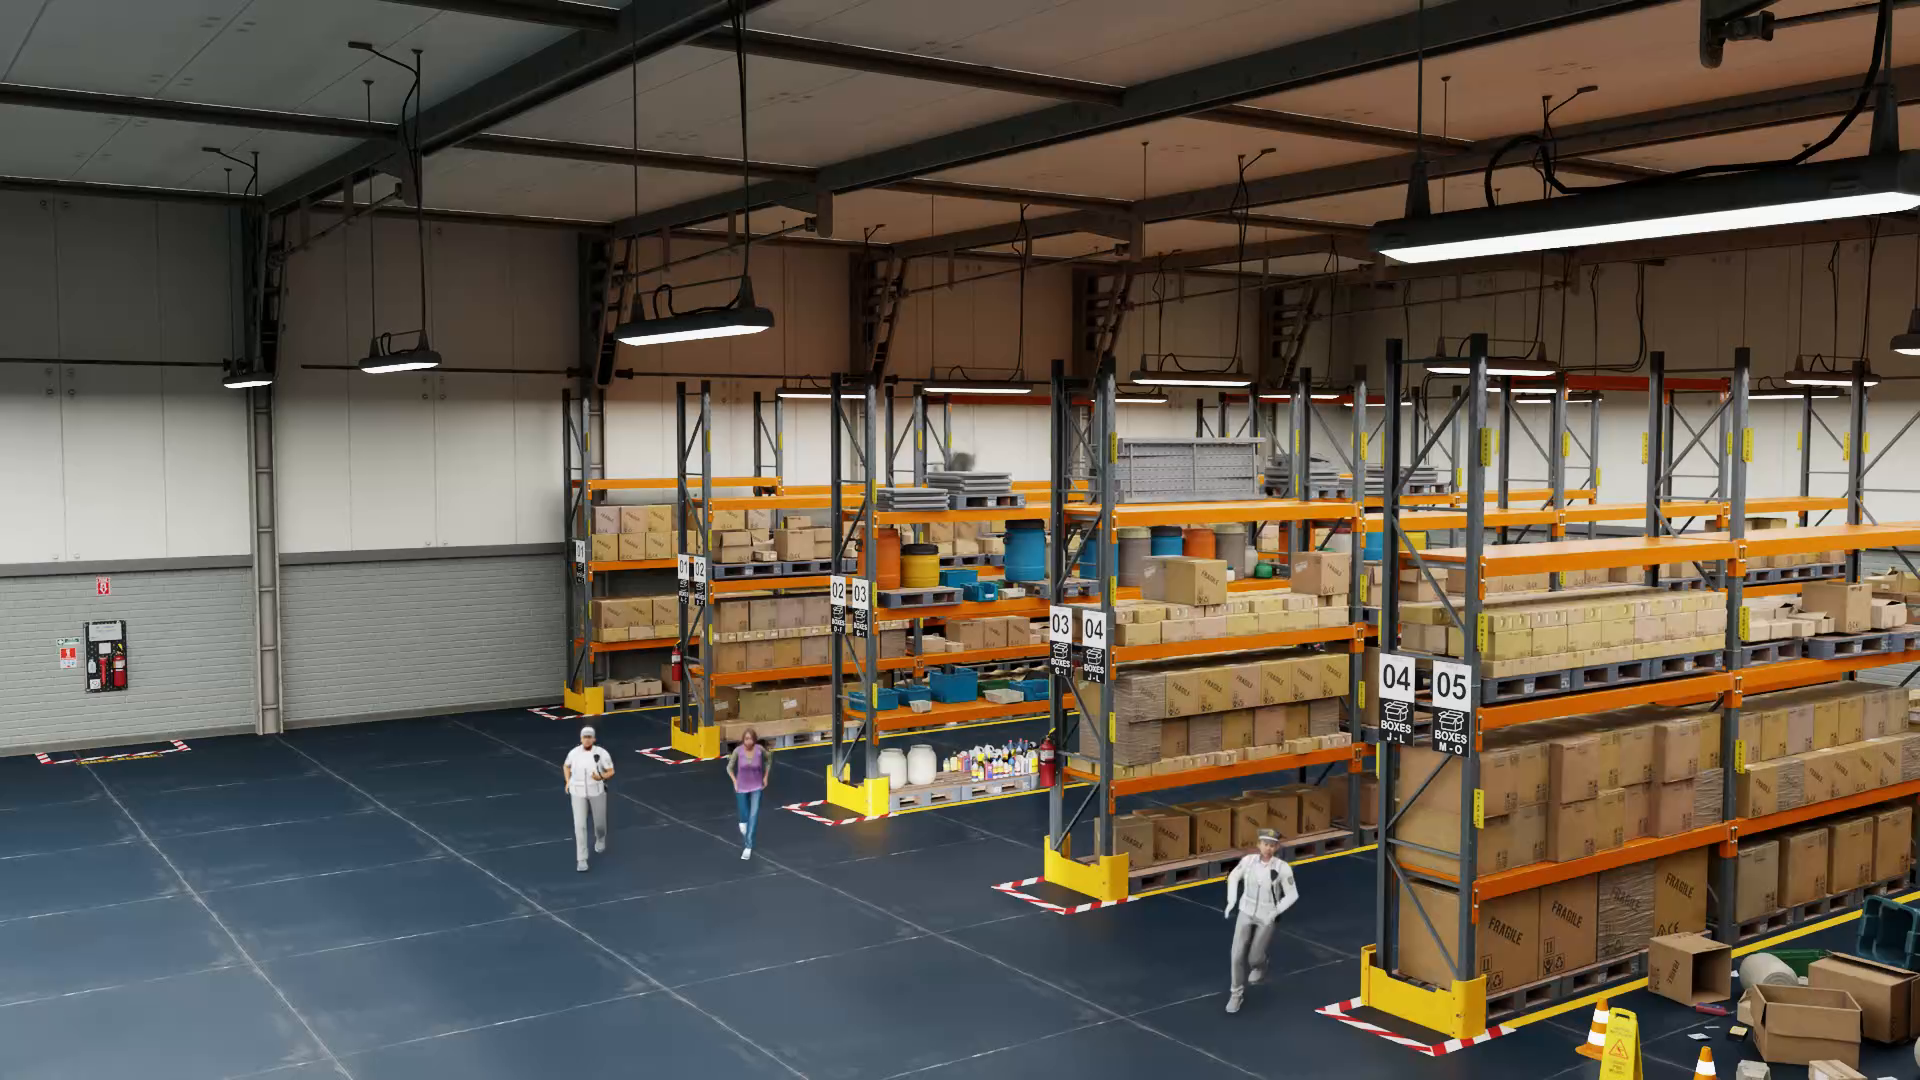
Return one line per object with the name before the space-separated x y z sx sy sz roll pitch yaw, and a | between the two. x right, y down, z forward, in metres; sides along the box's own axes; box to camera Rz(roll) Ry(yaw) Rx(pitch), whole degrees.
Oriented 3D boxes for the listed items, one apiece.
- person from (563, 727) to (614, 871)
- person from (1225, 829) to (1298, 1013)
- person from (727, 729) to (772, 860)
person | -4.442 3.050 19.888 0.615 1.643 0.889 -1 4 -8
person | 2.719 3.398 15.016 0.658 1.658 0.663 2 4 25
person | -2.593 3.077 20.499 0.558 1.569 0.874 -1 4 -12
